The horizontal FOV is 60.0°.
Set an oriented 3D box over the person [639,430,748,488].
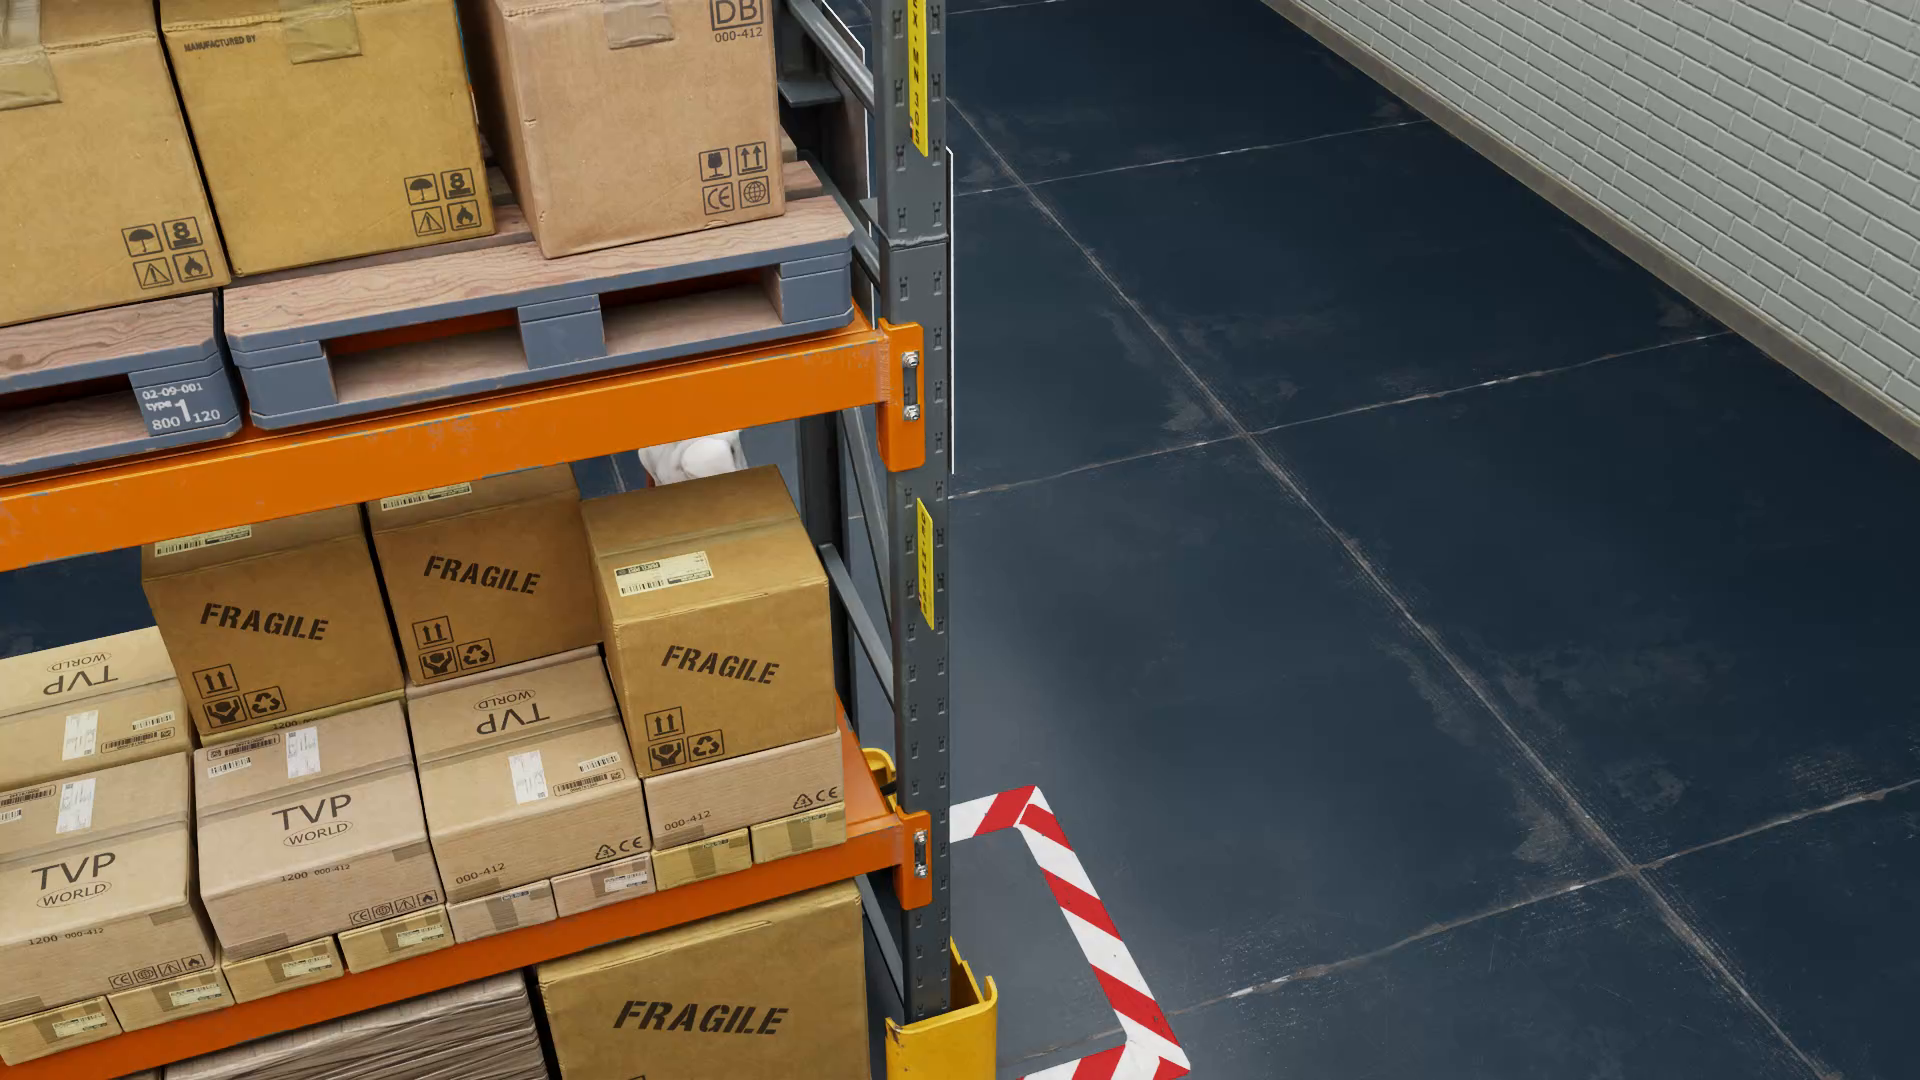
[{"bbox_3d":[-1.000,-0.004,6.141,0.457,1.761,0.626,-23,43,-27],"label":"person"}]
